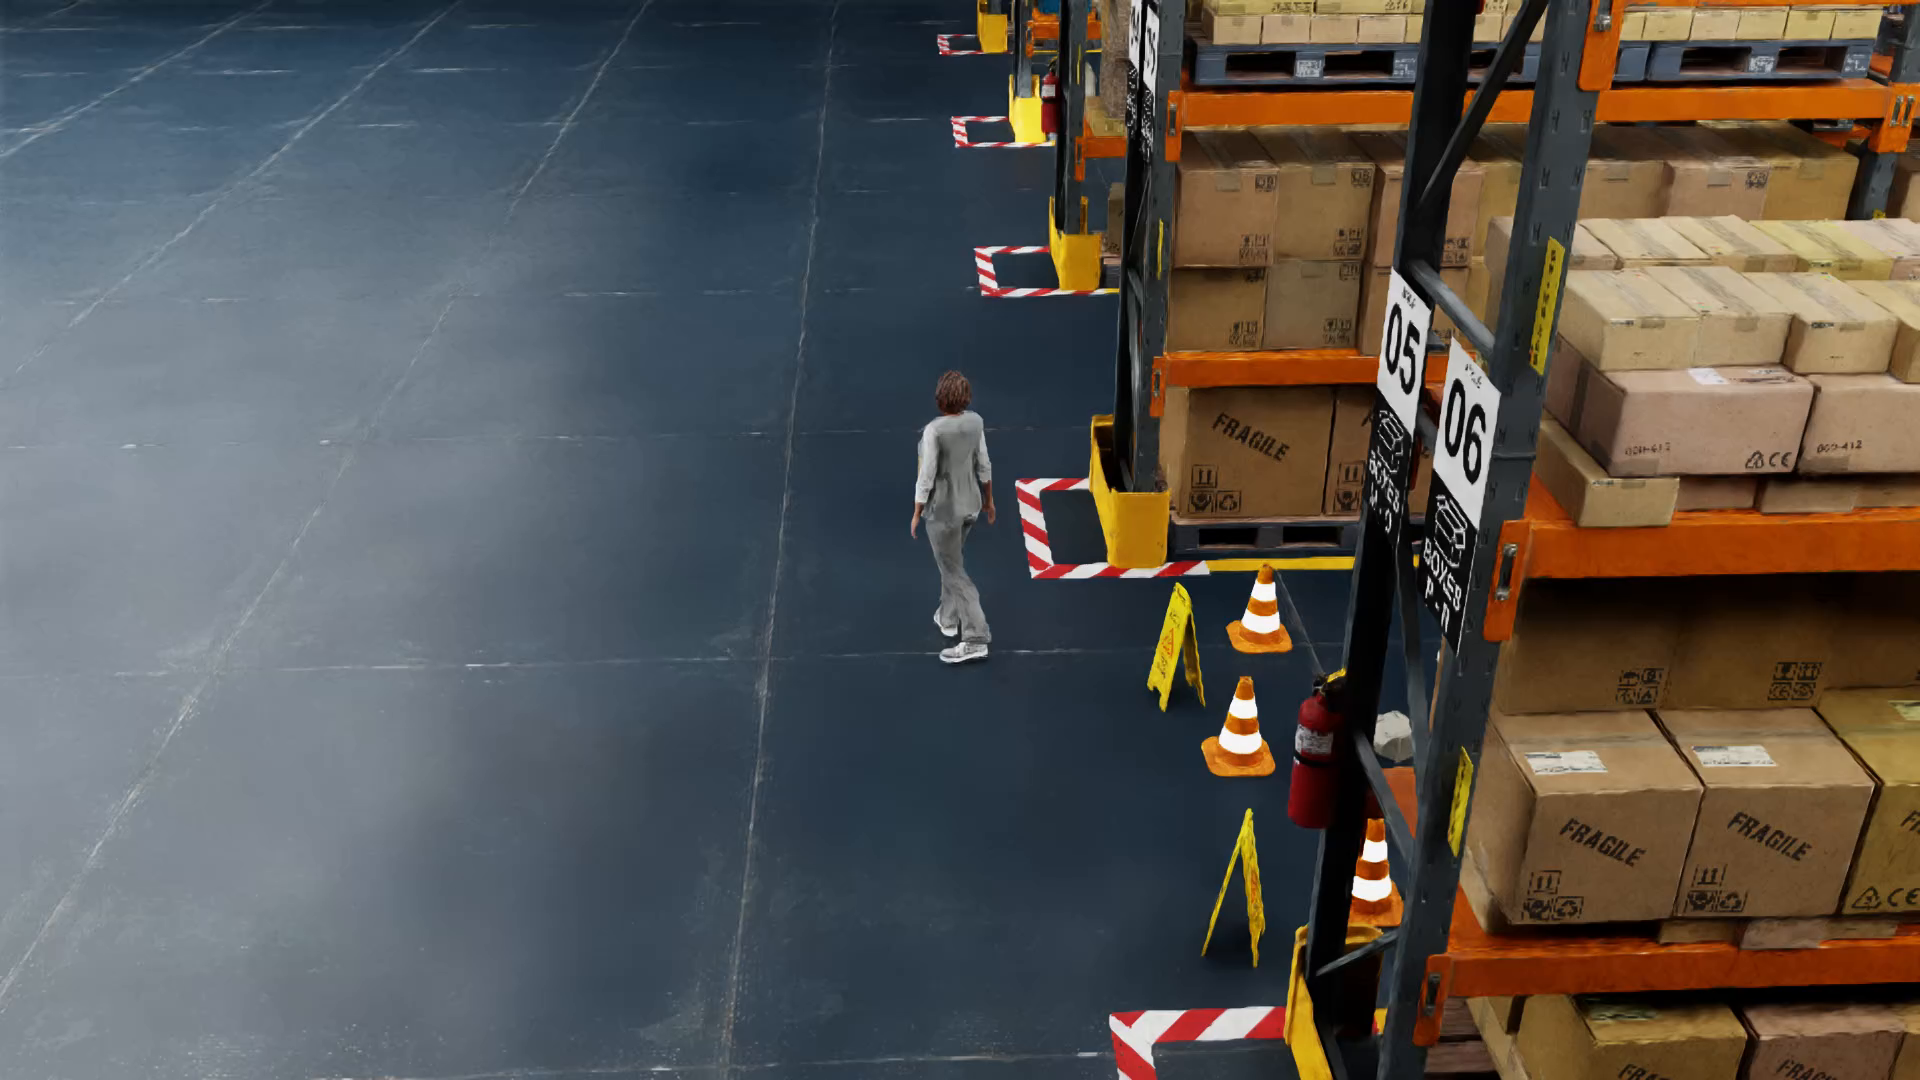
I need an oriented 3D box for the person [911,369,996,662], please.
[{"bbox_3d":[-0.010,-0.142,8.906,0.498,1.589,0.561,-24,36,-37],"label":"person"}]
